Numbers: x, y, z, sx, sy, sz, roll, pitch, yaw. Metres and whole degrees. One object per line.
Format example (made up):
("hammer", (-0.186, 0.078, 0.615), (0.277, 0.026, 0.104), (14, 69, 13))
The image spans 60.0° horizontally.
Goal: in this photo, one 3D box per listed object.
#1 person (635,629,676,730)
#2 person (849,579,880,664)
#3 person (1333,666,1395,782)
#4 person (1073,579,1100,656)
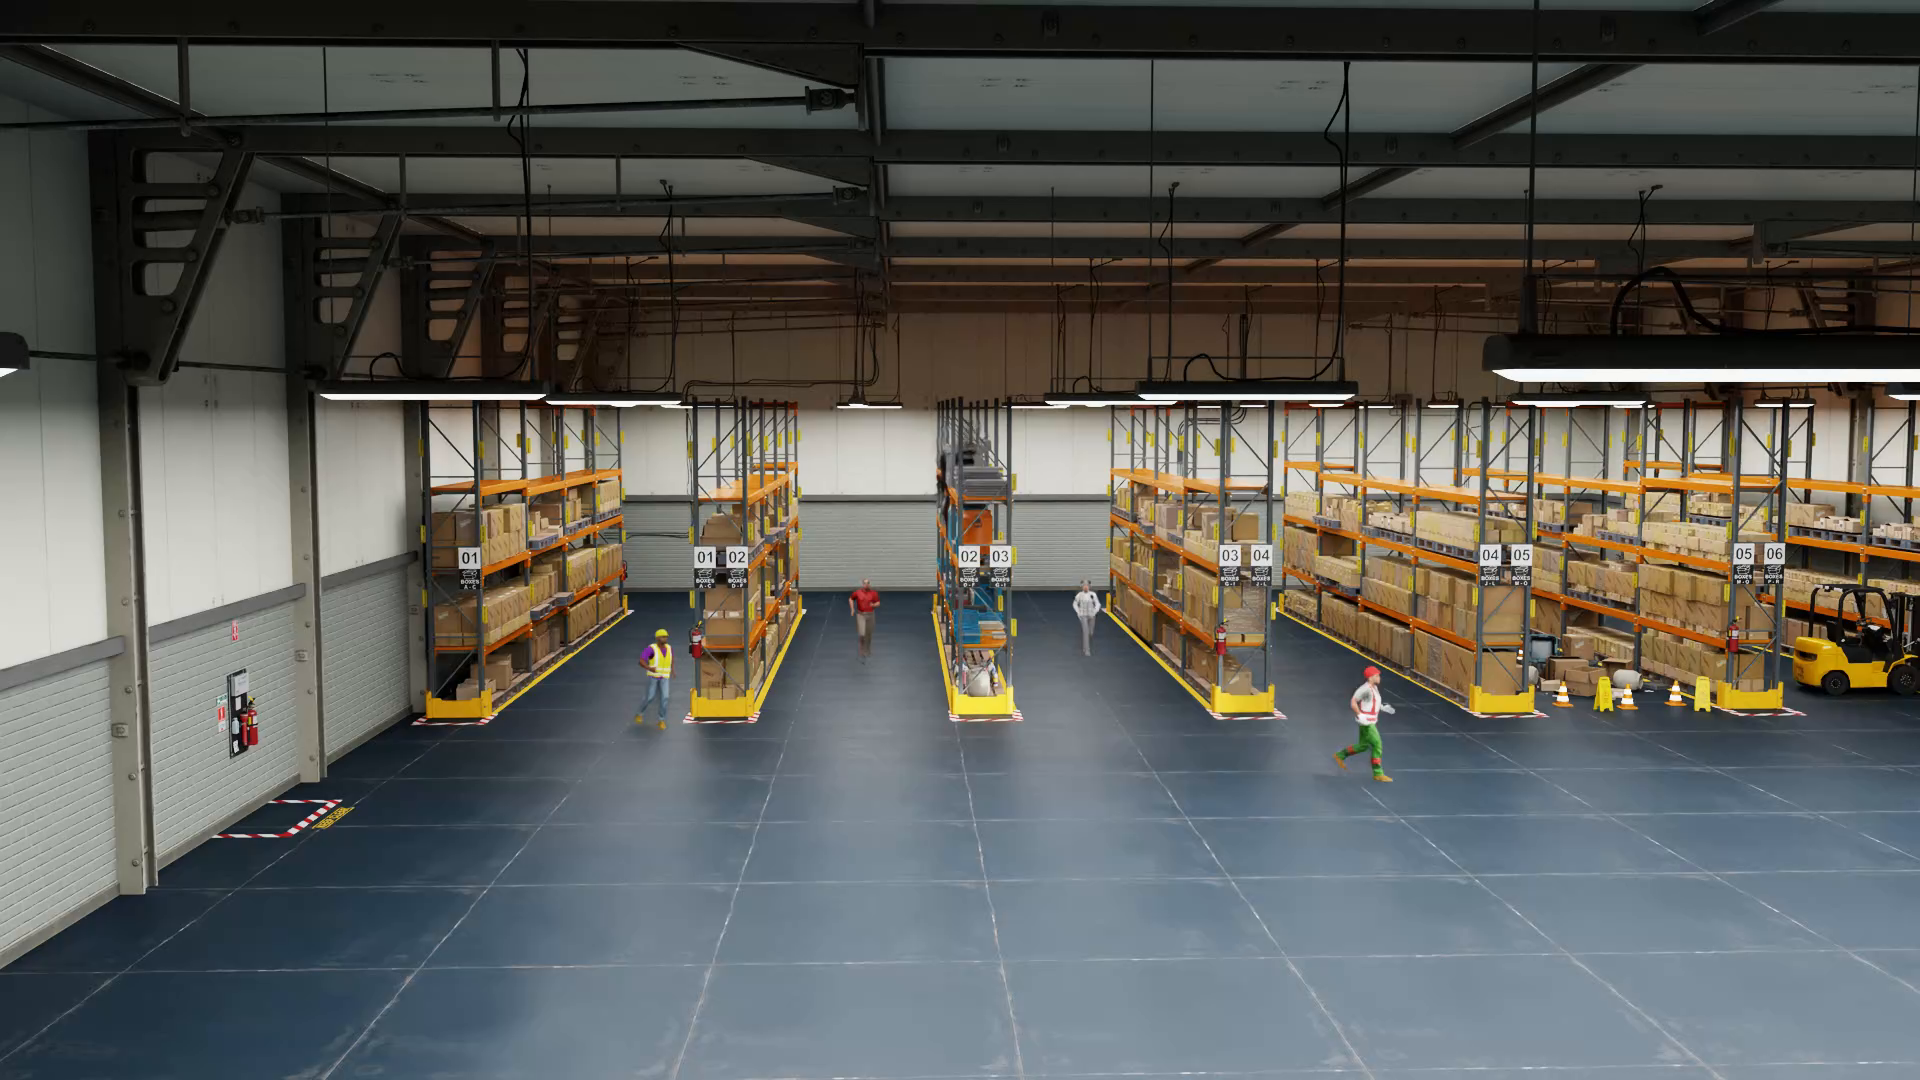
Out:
("person", (-5.458, 2.509, 30.220), (0.758, 1.766, 0.915), (-3, 5, -34))
("person", (-2.070, 1.774, 36.578), (0.631, 1.855, 0.757), (-1, 5, -17))
("person", (6.271, 2.839, 25.869), (0.962, 1.774, 0.631), (2, 5, 25))
("person", (2.850, 1.721, 37.346), (0.614, 1.694, 0.585), (0, 4, -4))
